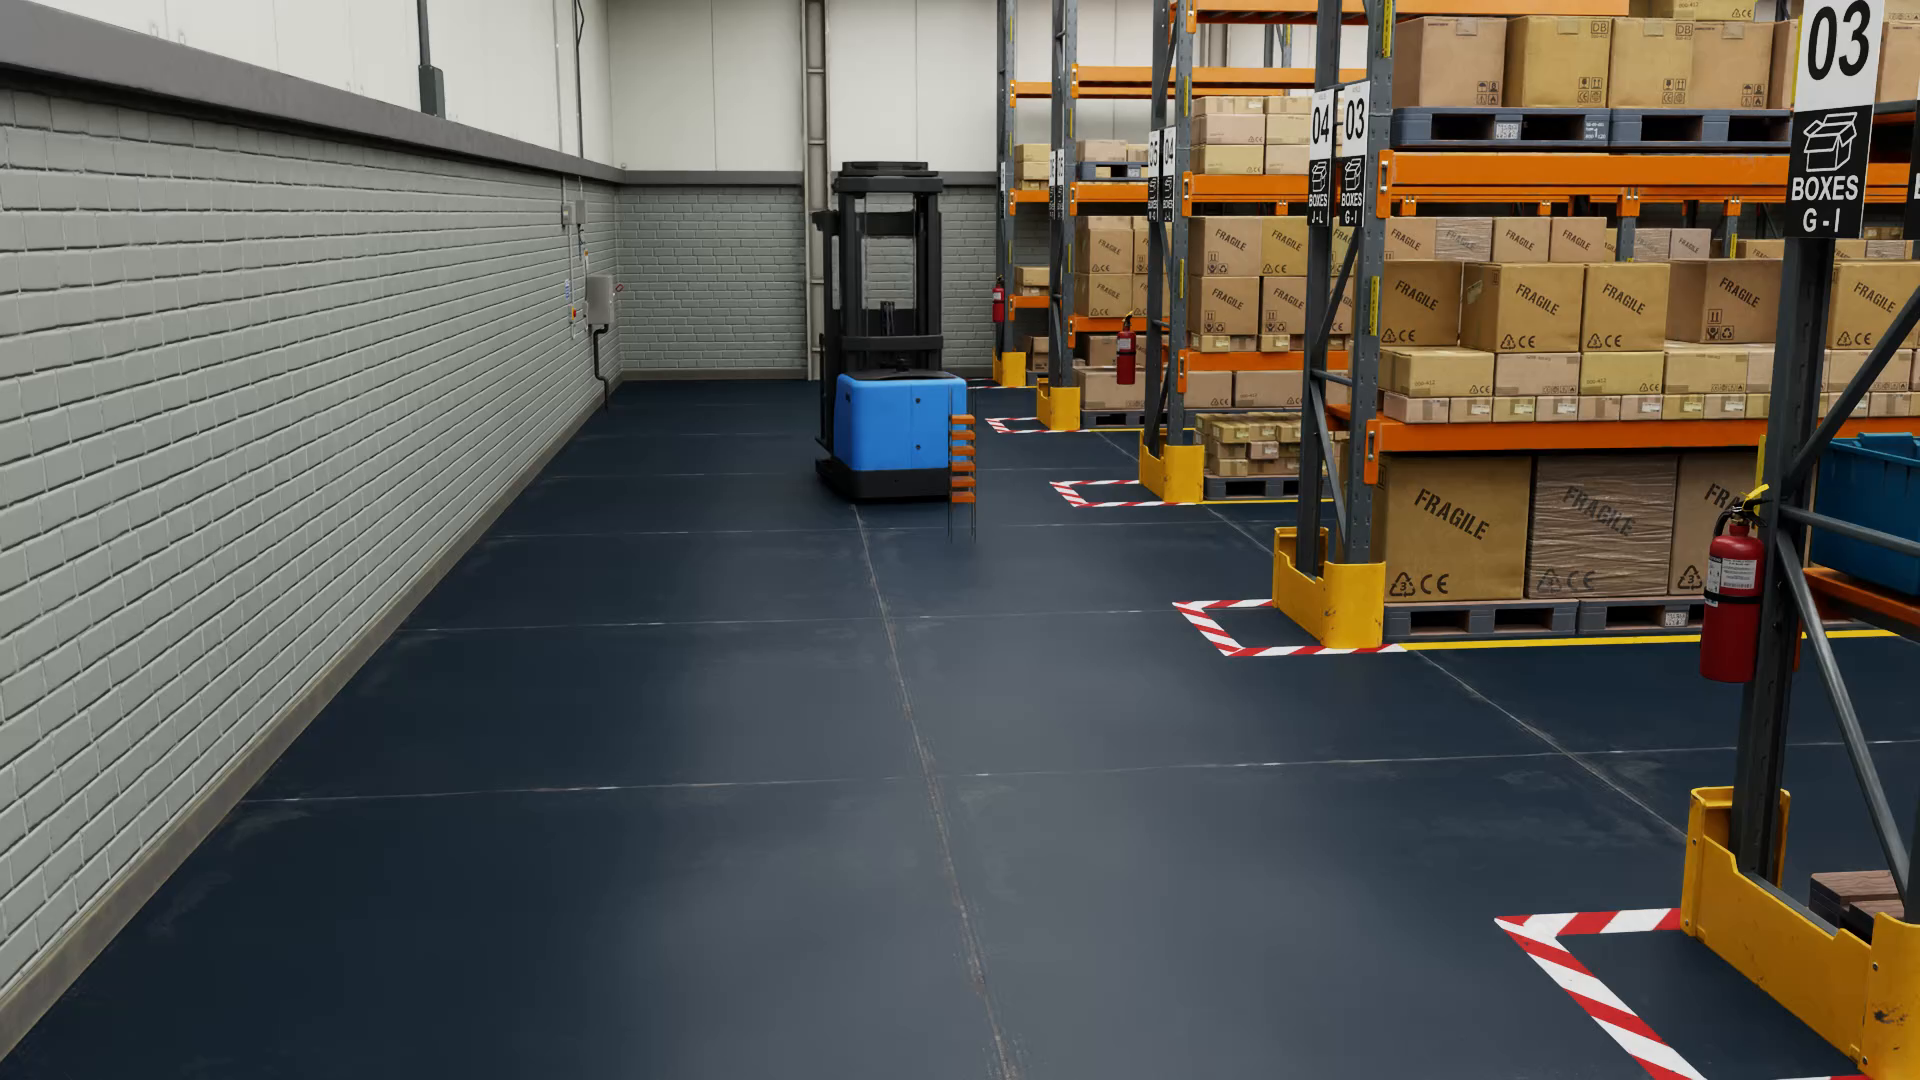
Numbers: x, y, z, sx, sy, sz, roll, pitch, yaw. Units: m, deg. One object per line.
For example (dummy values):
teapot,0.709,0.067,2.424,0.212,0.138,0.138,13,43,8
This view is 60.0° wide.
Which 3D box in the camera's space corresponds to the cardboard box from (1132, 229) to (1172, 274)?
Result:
cardboard box,2.214,-3.361,19.335,0.500,0.500,0.500,-2,11,-8

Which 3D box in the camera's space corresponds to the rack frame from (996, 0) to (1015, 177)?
rack frame,0.653,-6.749,23.870,0.127,3.000,1.000,-1,11,-6

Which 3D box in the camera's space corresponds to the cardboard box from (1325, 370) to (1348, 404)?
cardboard box,4.534,-1.893,20.275,0.875,0.438,0.875,-1,11,-7

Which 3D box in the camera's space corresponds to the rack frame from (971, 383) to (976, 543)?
rack frame,0.105,-0.591,12.764,0.006,1.200,0.240,-1,11,-6

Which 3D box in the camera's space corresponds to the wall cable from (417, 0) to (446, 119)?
wall cable,-3.730,-6.018,11.814,0.120,5.999,2.277,-1,11,-6

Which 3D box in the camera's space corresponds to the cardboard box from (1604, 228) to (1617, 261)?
cardboard box,7.657,-3.478,19.930,0.500,0.500,0.500,-1,11,-6

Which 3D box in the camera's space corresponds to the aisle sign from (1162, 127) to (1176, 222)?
aisle sign,1.788,-3.123,14.238,0.004,0.787,0.394,-1,11,-6

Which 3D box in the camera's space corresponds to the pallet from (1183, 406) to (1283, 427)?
pallet,3.189,-1.542,20.163,1.213,0.211,1.003,-1,11,-6

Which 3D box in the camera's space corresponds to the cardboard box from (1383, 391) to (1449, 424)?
cardboard box,2.652,-0.774,9.680,0.250,0.149,0.380,-1,11,-5

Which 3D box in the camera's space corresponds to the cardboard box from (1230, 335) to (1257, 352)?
cardboard box,2.434,-1.740,14.595,0.250,0.149,0.380,-1,11,-4

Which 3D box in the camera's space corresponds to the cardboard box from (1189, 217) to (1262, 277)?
cardboard box,2.303,-2.550,14.443,0.500,0.500,0.500,-1,11,-6

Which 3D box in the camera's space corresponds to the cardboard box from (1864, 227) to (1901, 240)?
cardboard box,11.548,-3.838,20.816,0.250,0.149,0.380,-1,11,-3

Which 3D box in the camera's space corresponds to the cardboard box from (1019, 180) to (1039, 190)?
cardboard box,0.995,-5.116,23.990,0.250,0.149,0.380,-1,11,-5

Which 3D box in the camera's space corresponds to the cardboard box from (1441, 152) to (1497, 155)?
cardboard box,4.343,-3.307,14.526,0.500,0.250,0.500,-1,11,-7

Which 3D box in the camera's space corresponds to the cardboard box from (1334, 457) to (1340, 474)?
cardboard box,3.390,-0.699,14.947,0.250,0.149,0.380,-1,11,-6

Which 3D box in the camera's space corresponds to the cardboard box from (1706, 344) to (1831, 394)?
cardboard box,4.807,-1.027,9.935,0.500,0.250,0.500,-1,11,-5

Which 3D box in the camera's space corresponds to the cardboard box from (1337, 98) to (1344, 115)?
cardboard box,3.194,-3.733,14.362,0.250,0.149,0.380,-1,11,-4

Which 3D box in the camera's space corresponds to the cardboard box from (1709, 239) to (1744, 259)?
cardboard box,9.568,-3.484,20.695,0.500,0.500,0.500,-2,11,-8

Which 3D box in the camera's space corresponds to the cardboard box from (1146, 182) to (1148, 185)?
cardboard box,2.777,-5.135,24.089,0.250,0.149,0.380,-1,11,-5

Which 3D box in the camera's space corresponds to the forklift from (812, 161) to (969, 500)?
forklift,-0.768,-2.029,15.588,1.130,2.935,3.031,-3,11,-13

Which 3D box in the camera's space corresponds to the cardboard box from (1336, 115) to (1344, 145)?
cardboard box,3.315,-3.528,14.357,0.500,0.250,0.500,-1,11,-5

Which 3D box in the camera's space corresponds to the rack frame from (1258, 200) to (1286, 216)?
rack frame,4.630,-3.889,24.872,0.127,3.000,1.000,-1,11,-6

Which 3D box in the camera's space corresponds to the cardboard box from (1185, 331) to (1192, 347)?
cardboard box,2.122,-1.844,15.123,0.250,0.149,0.380,-1,11,-6

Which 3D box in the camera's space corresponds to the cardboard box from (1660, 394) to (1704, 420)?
cardboard box,4.181,-0.806,9.844,0.250,0.149,0.380,-1,11,-8

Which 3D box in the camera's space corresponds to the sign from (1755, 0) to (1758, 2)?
sign,9.210,-6.393,19.229,0.005,0.325,0.100,-1,11,-6

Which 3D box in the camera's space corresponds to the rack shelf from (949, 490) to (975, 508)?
rack shelf,0.014,-0.310,12.809,0.180,0.103,0.258,-1,11,-6

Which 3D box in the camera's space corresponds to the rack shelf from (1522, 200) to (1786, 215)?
rack shelf,10.595,-5.132,25.288,4.000,0.370,1.077,-1,11,-6

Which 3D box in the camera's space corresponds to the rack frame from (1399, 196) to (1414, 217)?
rack frame,5.170,-2.937,20.031,0.127,3.000,1.000,-1,11,-6

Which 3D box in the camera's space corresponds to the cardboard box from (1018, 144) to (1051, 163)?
cardboard box,1.121,-5.556,23.899,0.500,0.250,0.500,-1,11,-7

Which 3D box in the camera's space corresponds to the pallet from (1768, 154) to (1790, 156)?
pallet,7.461,-3.384,15.016,1.003,0.211,1.213,-1,11,-6

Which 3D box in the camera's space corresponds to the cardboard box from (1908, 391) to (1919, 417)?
cardboard box,5.716,-0.838,10.008,0.250,0.149,0.380,-1,11,-5

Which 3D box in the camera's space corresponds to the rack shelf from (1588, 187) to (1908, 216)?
rack shelf,7.793,-3.150,15.205,4.000,0.370,1.077,-1,11,-6

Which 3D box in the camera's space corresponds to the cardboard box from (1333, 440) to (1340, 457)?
cardboard box,3.409,-0.846,14.928,0.250,0.149,0.380,-2,11,-9

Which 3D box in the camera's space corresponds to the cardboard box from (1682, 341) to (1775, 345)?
cardboard box,4.735,-1.128,10.447,0.500,0.250,0.500,-1,11,-5

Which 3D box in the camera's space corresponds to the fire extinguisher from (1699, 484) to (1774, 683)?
fire extinguisher,2.599,0.134,5.579,0.183,0.674,0.296,-1,11,-6

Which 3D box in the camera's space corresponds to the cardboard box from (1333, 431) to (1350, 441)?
cardboard box,3.425,-0.986,14.866,0.250,0.149,0.380,-1,11,-4

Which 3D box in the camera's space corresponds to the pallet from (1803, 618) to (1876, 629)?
pallet,5.475,0.333,10.628,1.213,0.211,1.003,-1,11,-6

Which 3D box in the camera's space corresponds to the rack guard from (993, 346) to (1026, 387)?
rack guard,0.729,-2.580,24.697,0.348,0.500,1.175,-1,11,-6

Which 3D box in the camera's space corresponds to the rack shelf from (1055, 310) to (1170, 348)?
rack shelf,3.181,-2.542,19.888,4.000,0.370,1.077,-1,11,-6

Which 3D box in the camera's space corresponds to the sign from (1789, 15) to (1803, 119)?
sign,2.722,-1.529,5.364,0.005,0.325,0.100,-1,11,-6

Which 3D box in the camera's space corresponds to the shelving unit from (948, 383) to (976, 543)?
shelving unit,0.014,-0.589,12.754,0.189,1.200,0.258,-1,11,-6

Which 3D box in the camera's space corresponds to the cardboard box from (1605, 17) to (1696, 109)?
cardboard box,3.856,-2.759,9.742,0.500,0.500,0.700,-2,11,-10

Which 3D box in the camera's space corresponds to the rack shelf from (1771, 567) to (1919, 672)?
rack shelf,4.786,0.308,5.390,4.000,0.370,1.077,-1,11,-6

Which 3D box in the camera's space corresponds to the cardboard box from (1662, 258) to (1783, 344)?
cardboard box,4.729,-1.495,10.371,0.500,0.500,0.500,-2,11,-8

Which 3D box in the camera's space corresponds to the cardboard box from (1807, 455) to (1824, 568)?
cardboard box,5.575,-0.201,10.536,0.875,0.875,0.875,-1,11,-6

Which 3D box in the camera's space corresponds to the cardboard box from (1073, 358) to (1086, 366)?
cardboard box,1.698,-2.608,24.662,0.250,0.149,0.380,-2,11,-8

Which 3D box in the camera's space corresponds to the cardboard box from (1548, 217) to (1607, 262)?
cardboard box,5.366,-2.614,14.764,0.500,0.500,0.500,-2,11,-8
